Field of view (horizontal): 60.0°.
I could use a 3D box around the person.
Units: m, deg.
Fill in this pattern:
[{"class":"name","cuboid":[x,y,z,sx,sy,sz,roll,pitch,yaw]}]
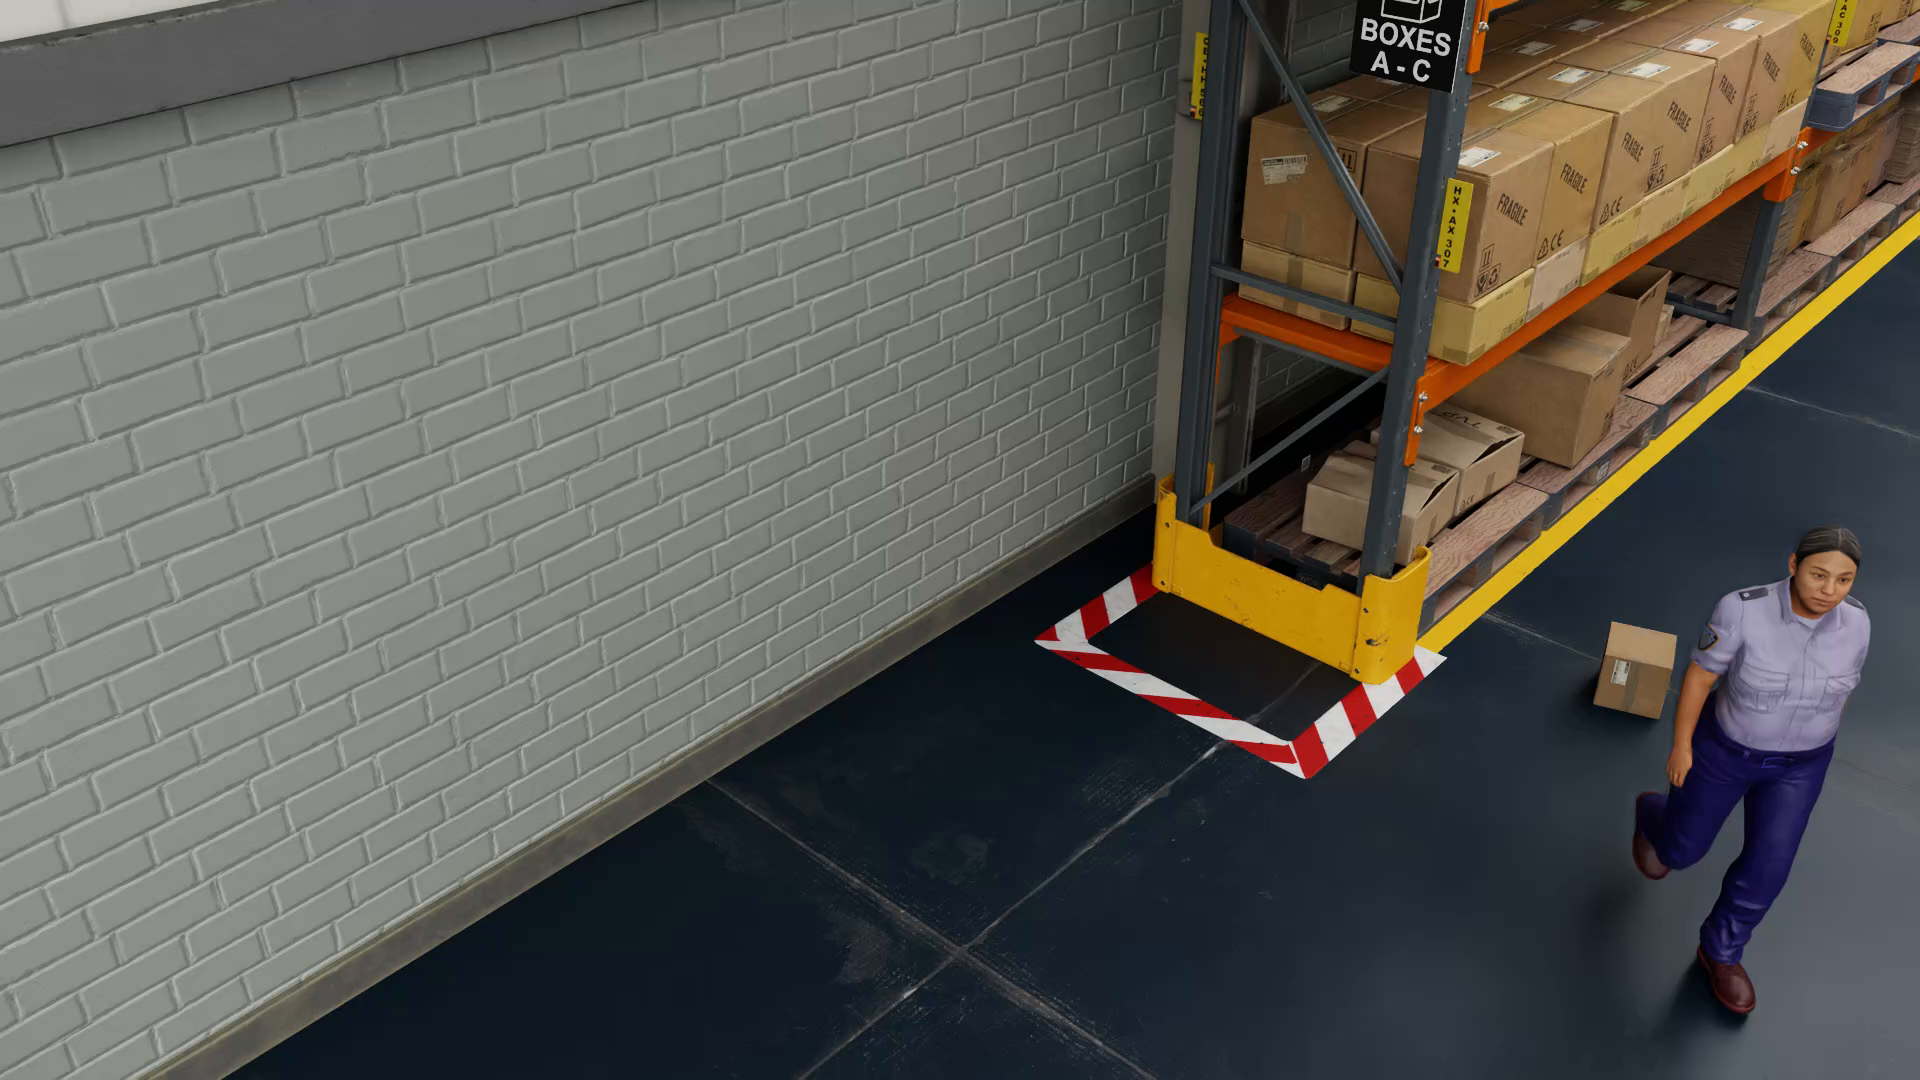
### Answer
[{"class":"person","cuboid":[2.414,0.612,5.122,0.487,1.620,0.739,3,32,5]}]
